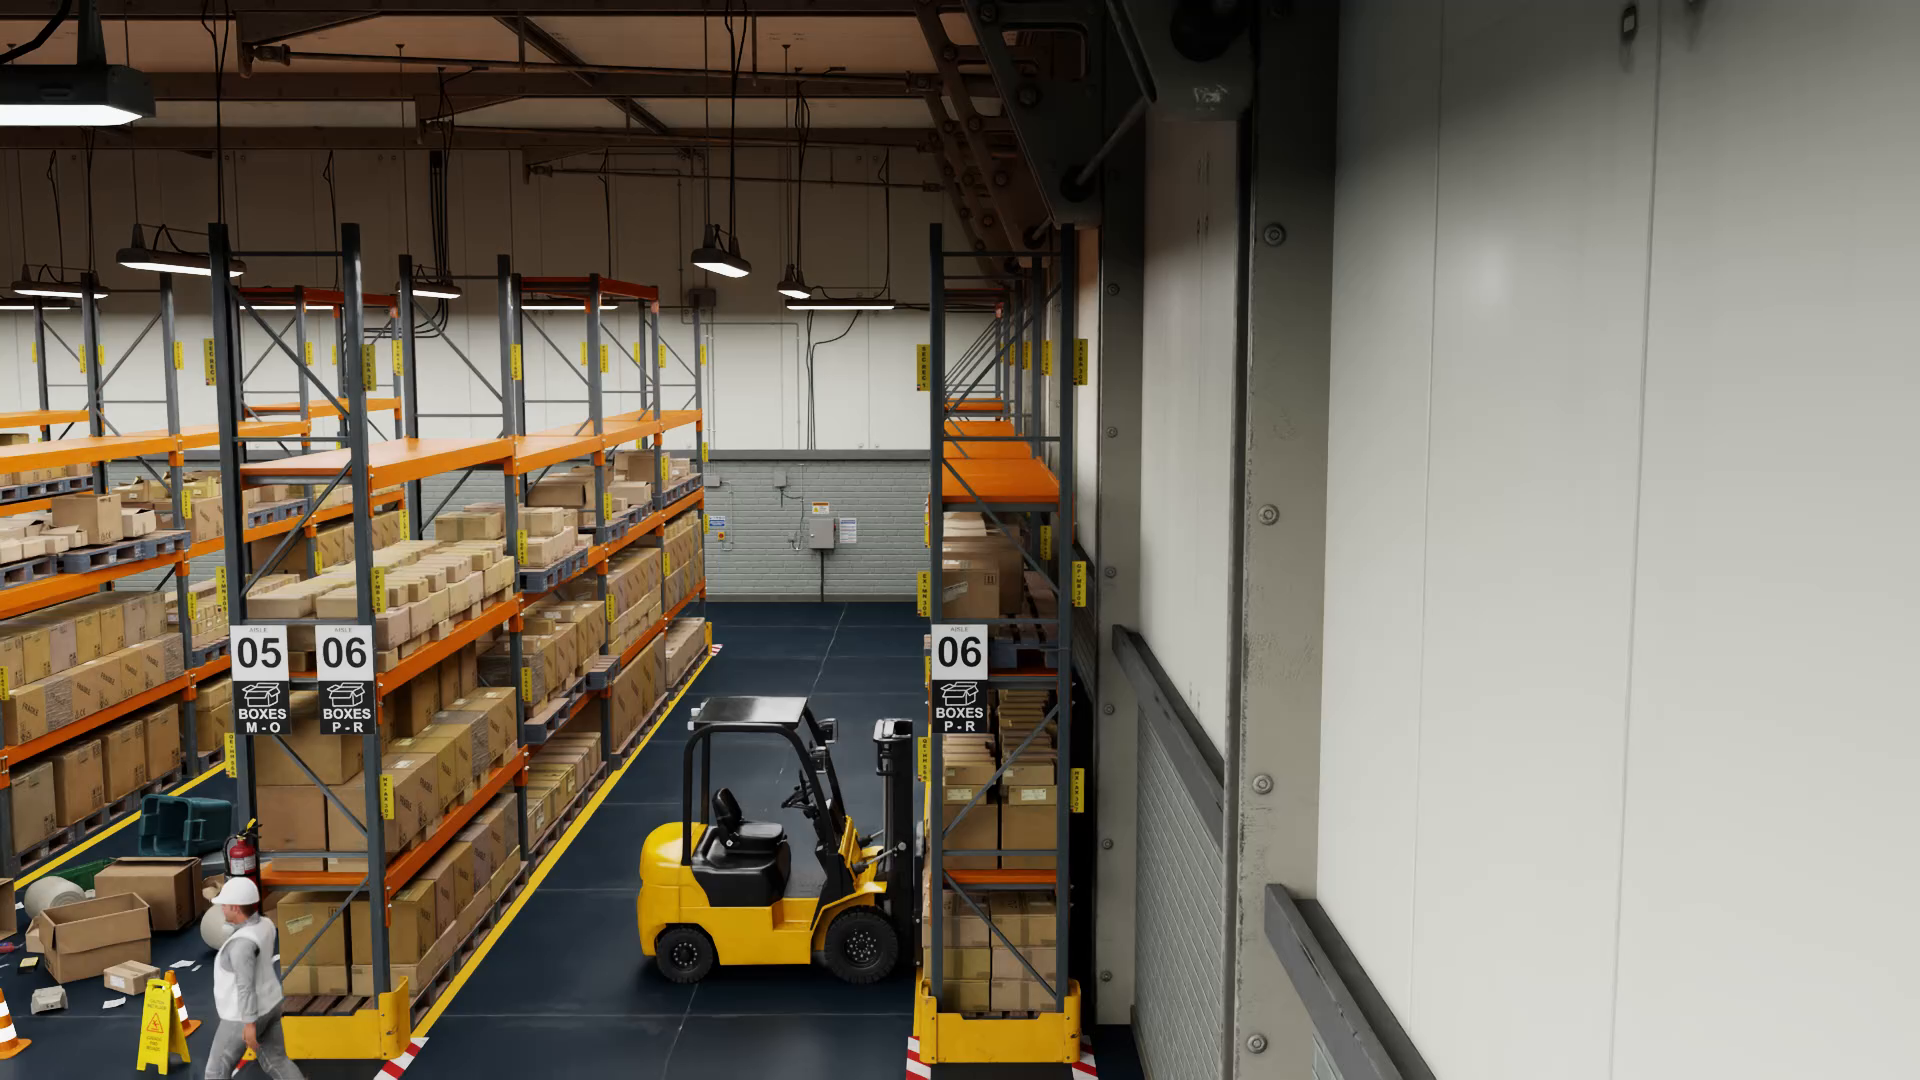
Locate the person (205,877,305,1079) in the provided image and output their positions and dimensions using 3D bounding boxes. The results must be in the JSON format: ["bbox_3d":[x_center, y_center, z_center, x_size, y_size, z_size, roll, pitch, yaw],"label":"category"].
[{"bbox_3d":[-4.653,3.052,10.828,0.869,1.757,0.541,0,7,3],"label":"person"}]
